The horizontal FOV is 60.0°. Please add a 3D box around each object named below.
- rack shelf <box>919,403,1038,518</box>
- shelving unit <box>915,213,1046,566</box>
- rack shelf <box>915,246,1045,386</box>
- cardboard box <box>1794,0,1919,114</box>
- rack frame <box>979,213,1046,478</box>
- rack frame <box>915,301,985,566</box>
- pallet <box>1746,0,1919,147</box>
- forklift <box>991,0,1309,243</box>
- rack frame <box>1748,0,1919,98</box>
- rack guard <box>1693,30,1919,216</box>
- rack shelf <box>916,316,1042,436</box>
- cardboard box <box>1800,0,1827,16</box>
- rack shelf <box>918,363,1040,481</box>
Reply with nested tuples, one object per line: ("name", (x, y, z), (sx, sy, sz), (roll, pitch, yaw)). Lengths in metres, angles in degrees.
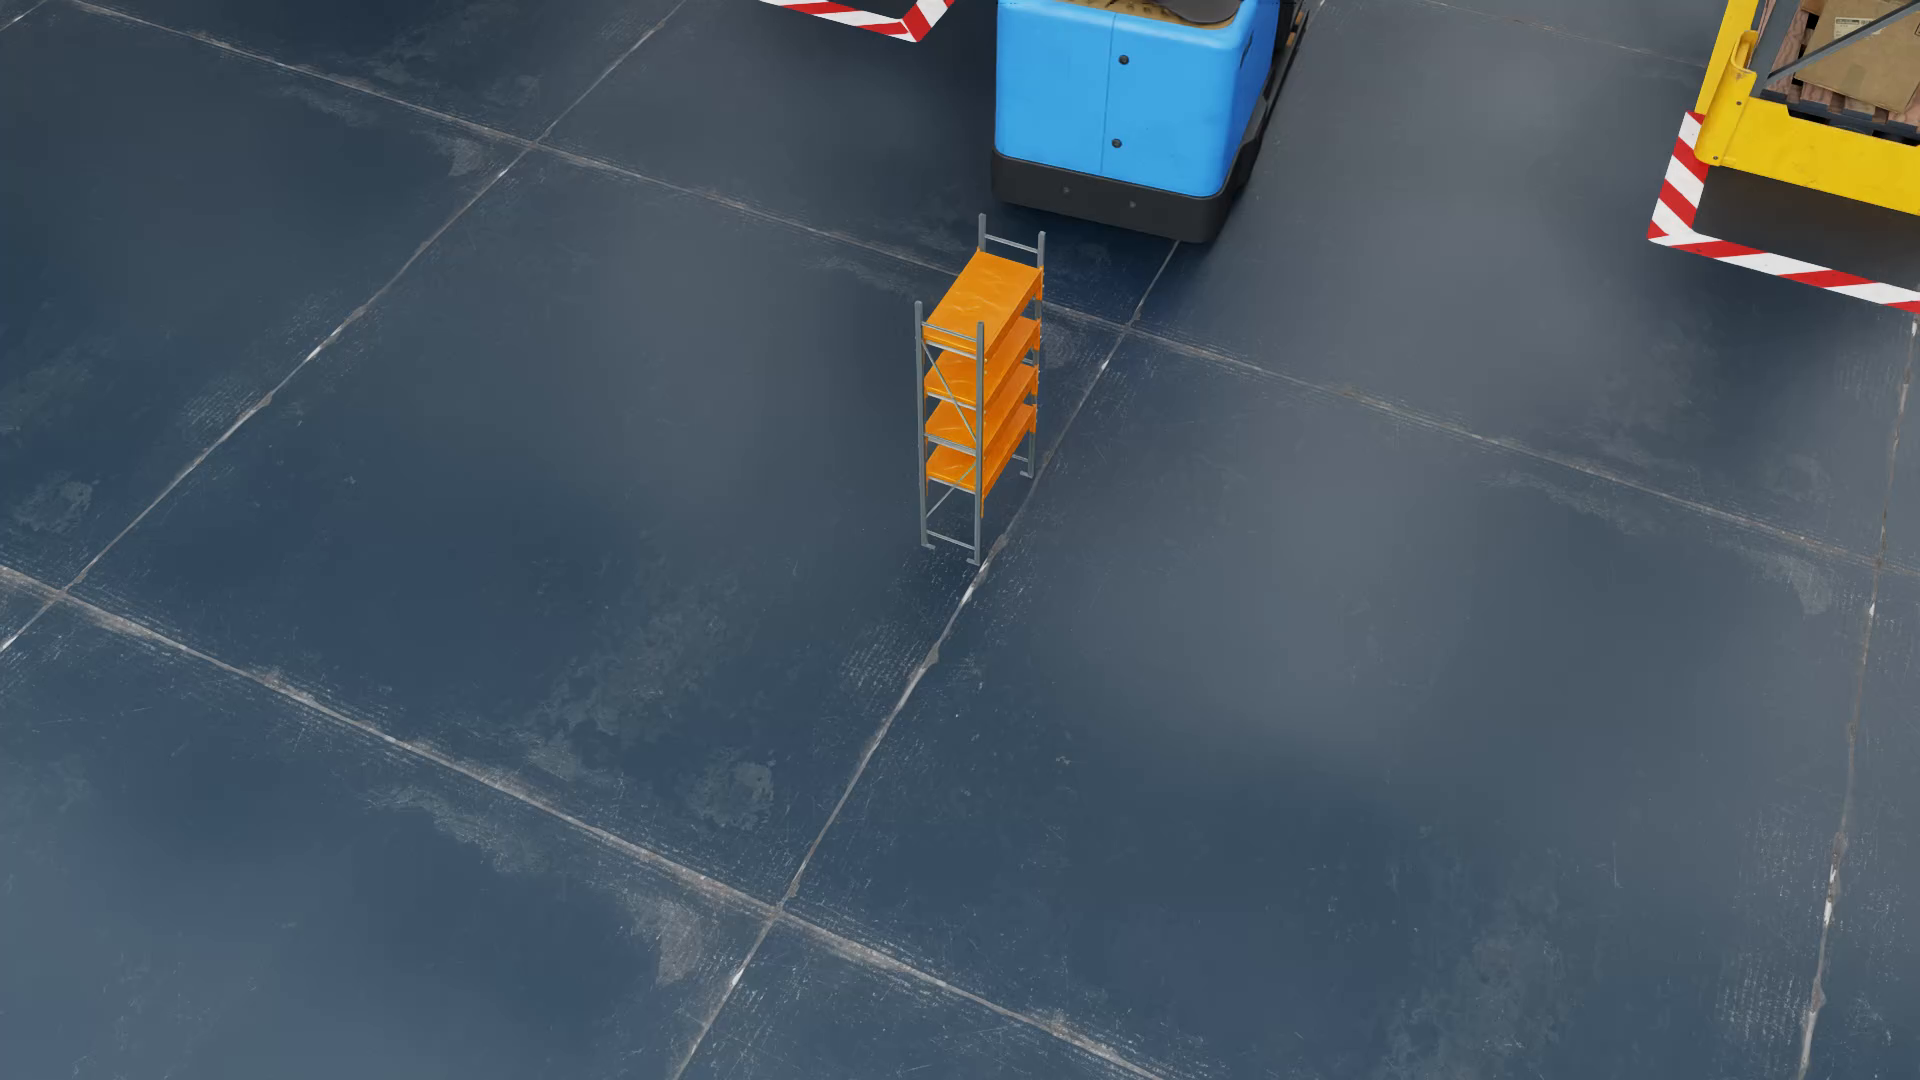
("rack shelf", (0.071, -0.331, 6.092), (0.258, 0.148, 0.480), (20, 52, 16))
("shelving unit", (0.071, -0.503, 5.890), (0.258, 1.200, 0.503), (20, 52, 16))
("rack shelf", (0.071, -0.757, 5.591), (0.258, 0.148, 0.480), (20, 52, 16))
("cardboard box", (4.266, -2.375, 7.667), (0.500, 0.500, 0.500), (29, 55, 22))
("rack frame", (0.175, -0.671, 6.033), (0.240, 1.200, 0.015), (20, 52, 16))
("rack frame", (-0.034, -0.335, 5.747), (0.240, 1.200, 0.015), (20, 52, 16))
("pallet", (4.395, -2.321, 8.087), (1.003, 0.211, 1.213), (20, 52, 16))
("forklift", (1.108, -3.396, 7.215), (1.130, 2.935, 3.031), (15, 51, 12))
("rack frame", (3.984, -2.625, 6.514), (1.000, 3.000, 0.127), (20, 52, 16))
("rack guard", (4.016, -1.867, 7.510), (1.175, 0.500, 0.348), (20, 52, 16))
("rack shelf", (0.071, -0.604, 5.771), (0.258, 0.148, 0.480), (20, 52, 16))
("cardboard box", (4.490, -2.798, 8.027), (0.500, 0.500, 0.500), (33, 57, 25))
("rack shelf", (0.071, -0.459, 5.941), (0.258, 0.148, 0.480), (20, 52, 16))
